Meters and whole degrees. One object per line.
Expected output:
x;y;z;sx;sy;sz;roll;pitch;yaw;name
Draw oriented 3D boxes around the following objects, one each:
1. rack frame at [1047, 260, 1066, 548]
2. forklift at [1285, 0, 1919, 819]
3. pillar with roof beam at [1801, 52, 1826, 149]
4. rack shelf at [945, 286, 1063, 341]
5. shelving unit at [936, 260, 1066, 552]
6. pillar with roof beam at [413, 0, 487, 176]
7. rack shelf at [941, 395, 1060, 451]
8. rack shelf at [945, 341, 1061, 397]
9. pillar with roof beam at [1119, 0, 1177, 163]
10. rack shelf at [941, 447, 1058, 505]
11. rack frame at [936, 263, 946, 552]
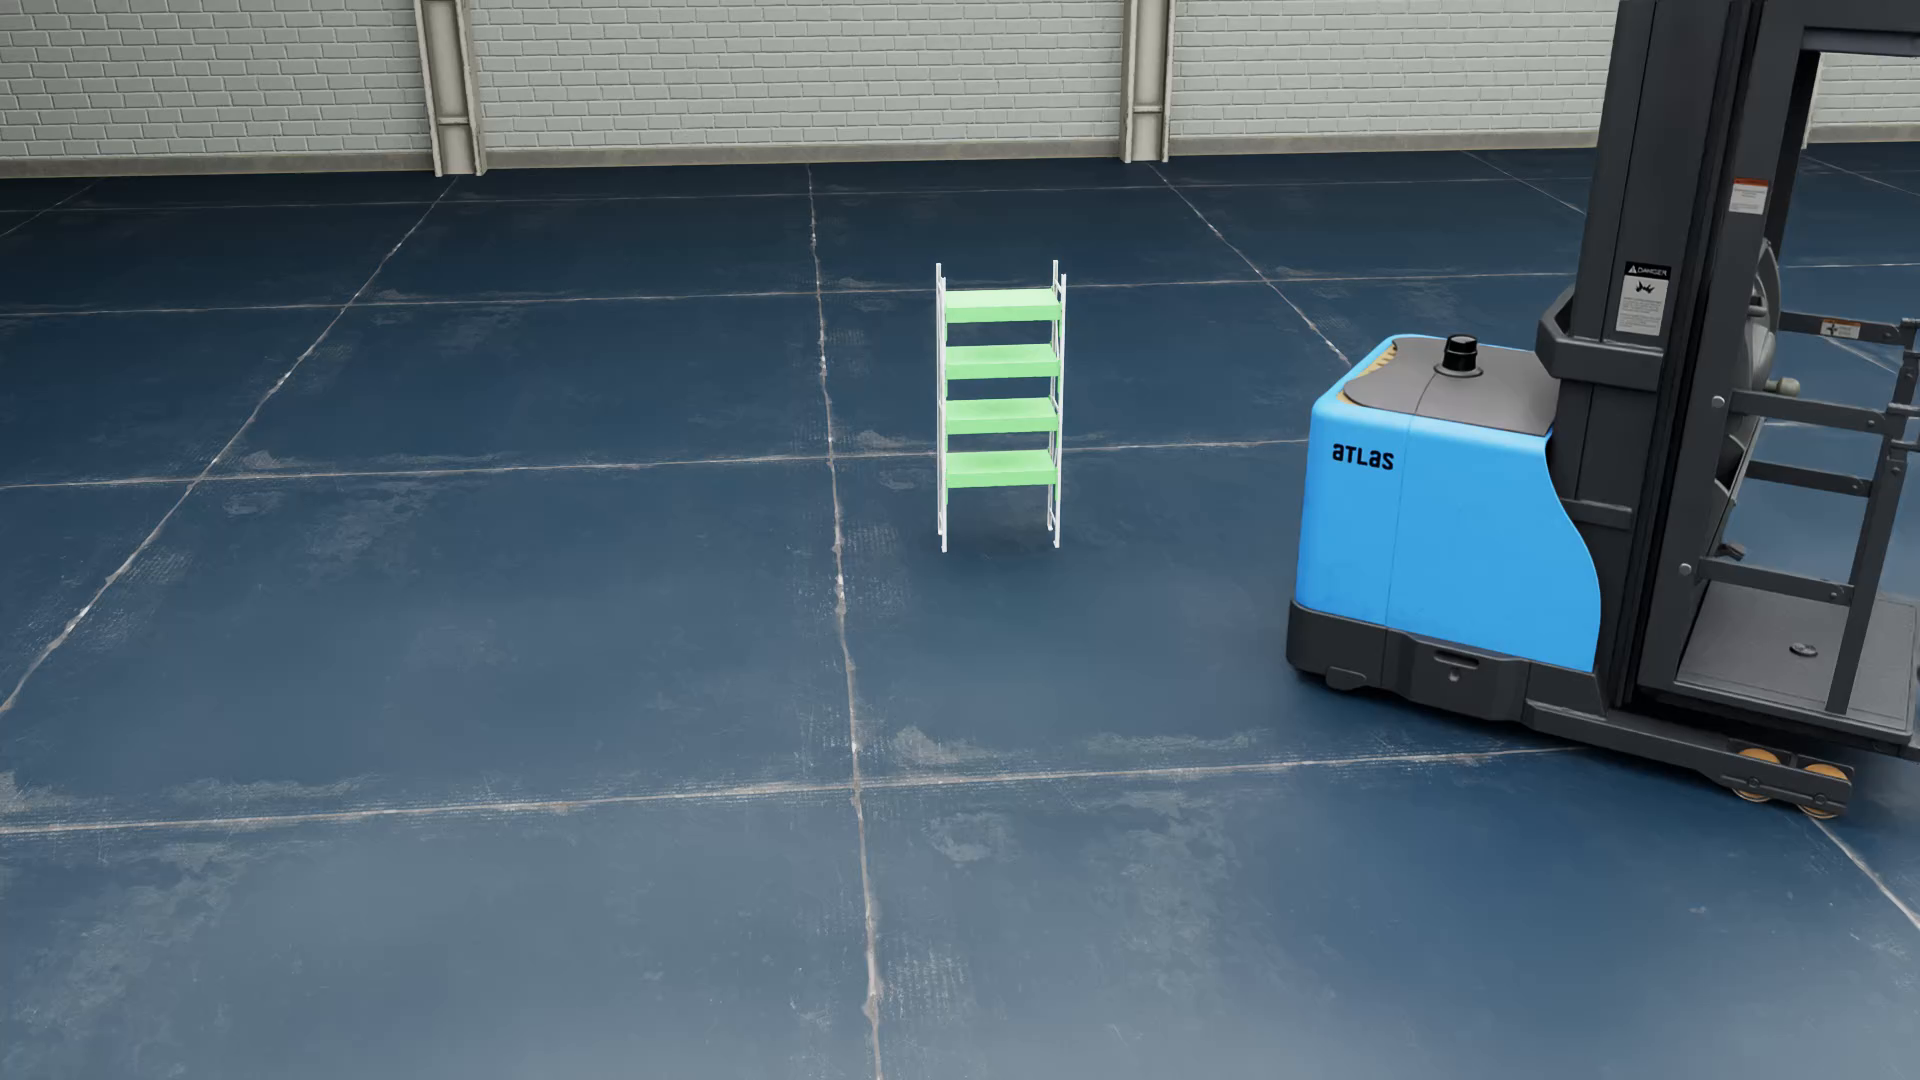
0.408;-0.565;7.043;0.015;1.200;0.240;-2;24;-5;rack frame
2.732;-0.705;5.227;3.031;2.935;1.130;13;27;27;forklift
8.043;-6.041;9.763;0.400;9.000;9.100;-2;24;-5;pillar with roof beam
0.165;-0.935;6.852;0.480;0.148;0.258;-2;24;-5;rack shelf
0.165;-0.555;7.021;0.503;1.200;0.258;-2;24;-5;shelving unit
-3.899;-5.562;8.685;0.400;9.000;9.100;-2;24;-5;pillar with roof beam
0.165;-0.496;7.047;0.480;0.148;0.258;-2;24;-5;rack shelf
0.165;-0.716;6.950;0.480;0.148;0.258;-2;24;-5;rack shelf
2.072;-5.802;9.224;0.400;9.000;9.100;-2;24;-5;pillar with roof beam
0.165;-0.277;7.145;0.480;0.148;0.258;-2;24;-5;rack shelf
-0.078;-0.545;6.999;0.015;1.200;0.240;-2;24;-5;rack frame
